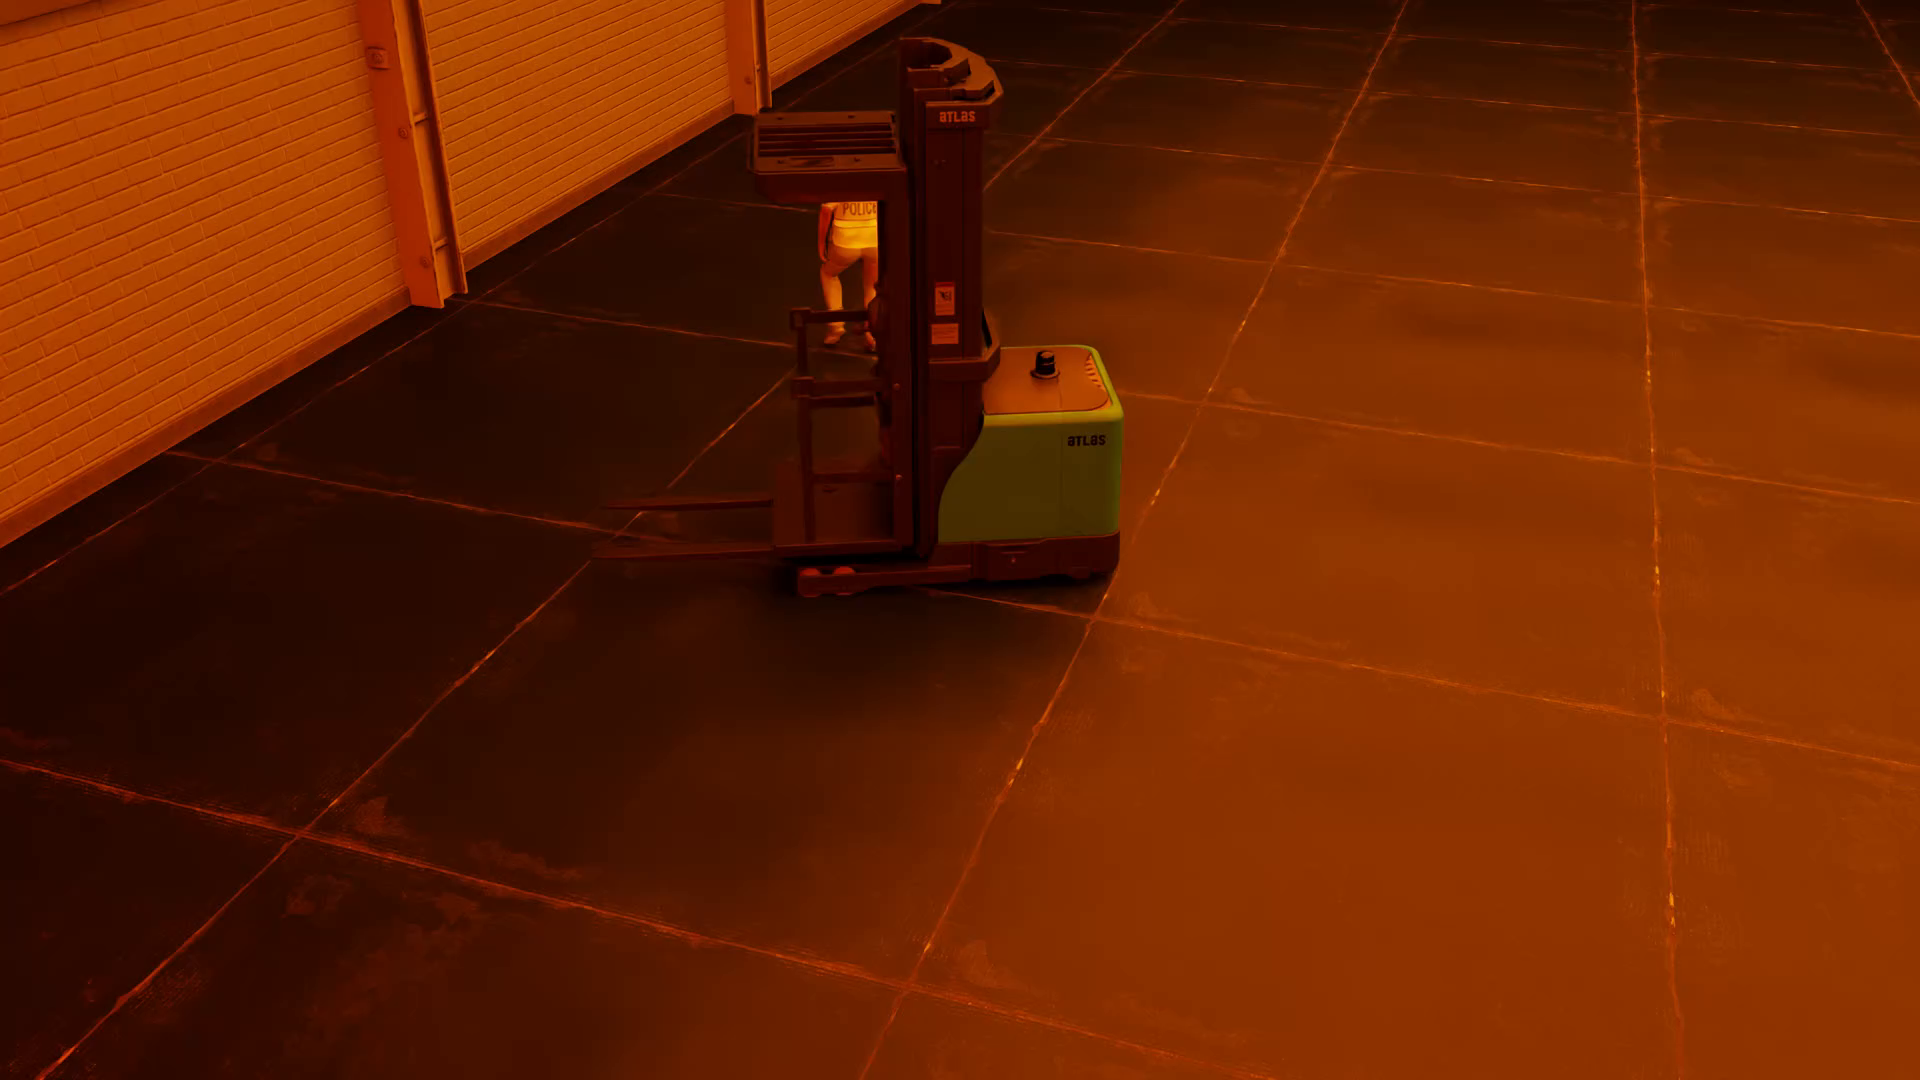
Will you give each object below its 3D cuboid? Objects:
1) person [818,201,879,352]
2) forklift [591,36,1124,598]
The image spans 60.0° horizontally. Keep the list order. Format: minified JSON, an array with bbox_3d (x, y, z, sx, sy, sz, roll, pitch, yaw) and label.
[{"bbox_3d":[-0.771,-2.209,12.339,0.585,1.670,0.491,-7,30,-12],"label":"person"},{"bbox_3d":[-0.625,-1.217,9.272,3.031,2.935,1.130,-3,30,-5],"label":"forklift"}]
